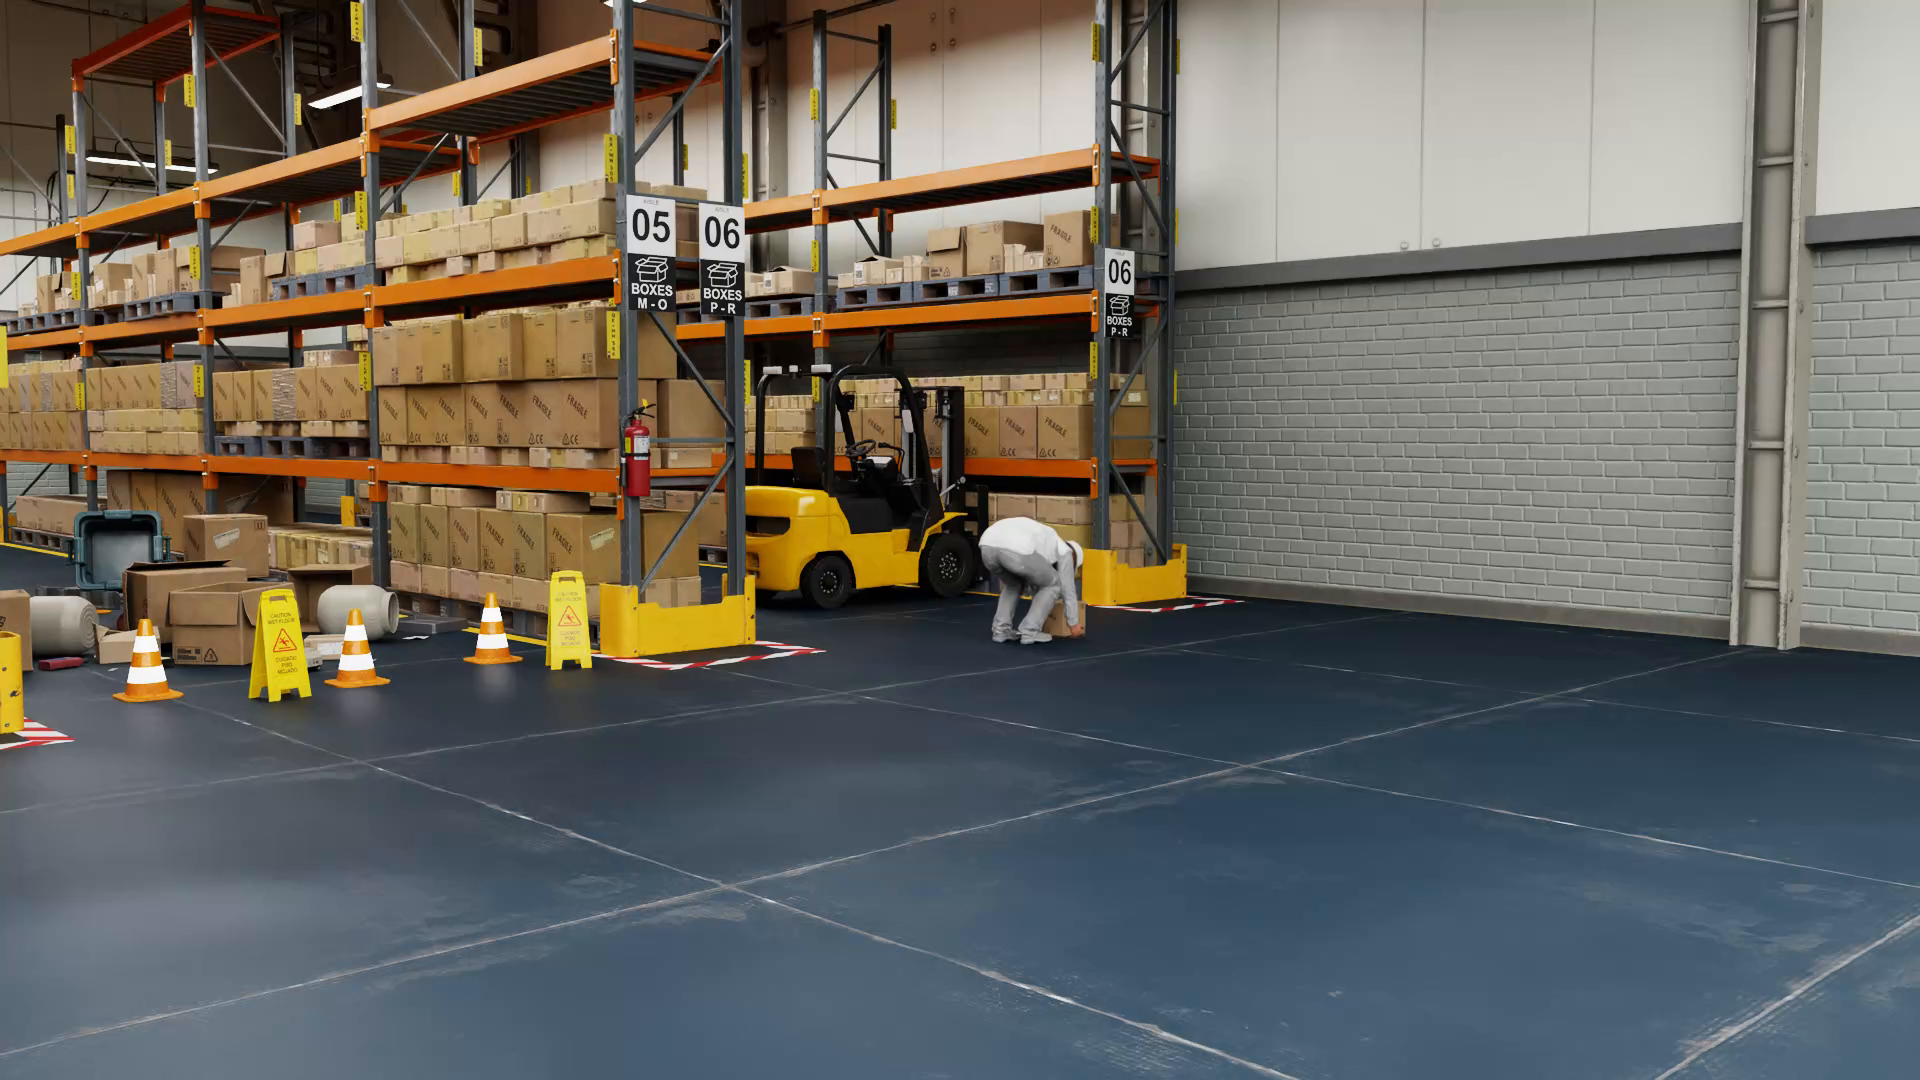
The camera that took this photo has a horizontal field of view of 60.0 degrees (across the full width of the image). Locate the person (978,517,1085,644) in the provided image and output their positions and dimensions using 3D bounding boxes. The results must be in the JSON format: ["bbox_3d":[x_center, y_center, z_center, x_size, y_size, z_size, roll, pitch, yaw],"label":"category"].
[{"bbox_3d":[0.567,0.288,12.519,0.510,0.934,0.998,4,5,43],"label":"person"}]
